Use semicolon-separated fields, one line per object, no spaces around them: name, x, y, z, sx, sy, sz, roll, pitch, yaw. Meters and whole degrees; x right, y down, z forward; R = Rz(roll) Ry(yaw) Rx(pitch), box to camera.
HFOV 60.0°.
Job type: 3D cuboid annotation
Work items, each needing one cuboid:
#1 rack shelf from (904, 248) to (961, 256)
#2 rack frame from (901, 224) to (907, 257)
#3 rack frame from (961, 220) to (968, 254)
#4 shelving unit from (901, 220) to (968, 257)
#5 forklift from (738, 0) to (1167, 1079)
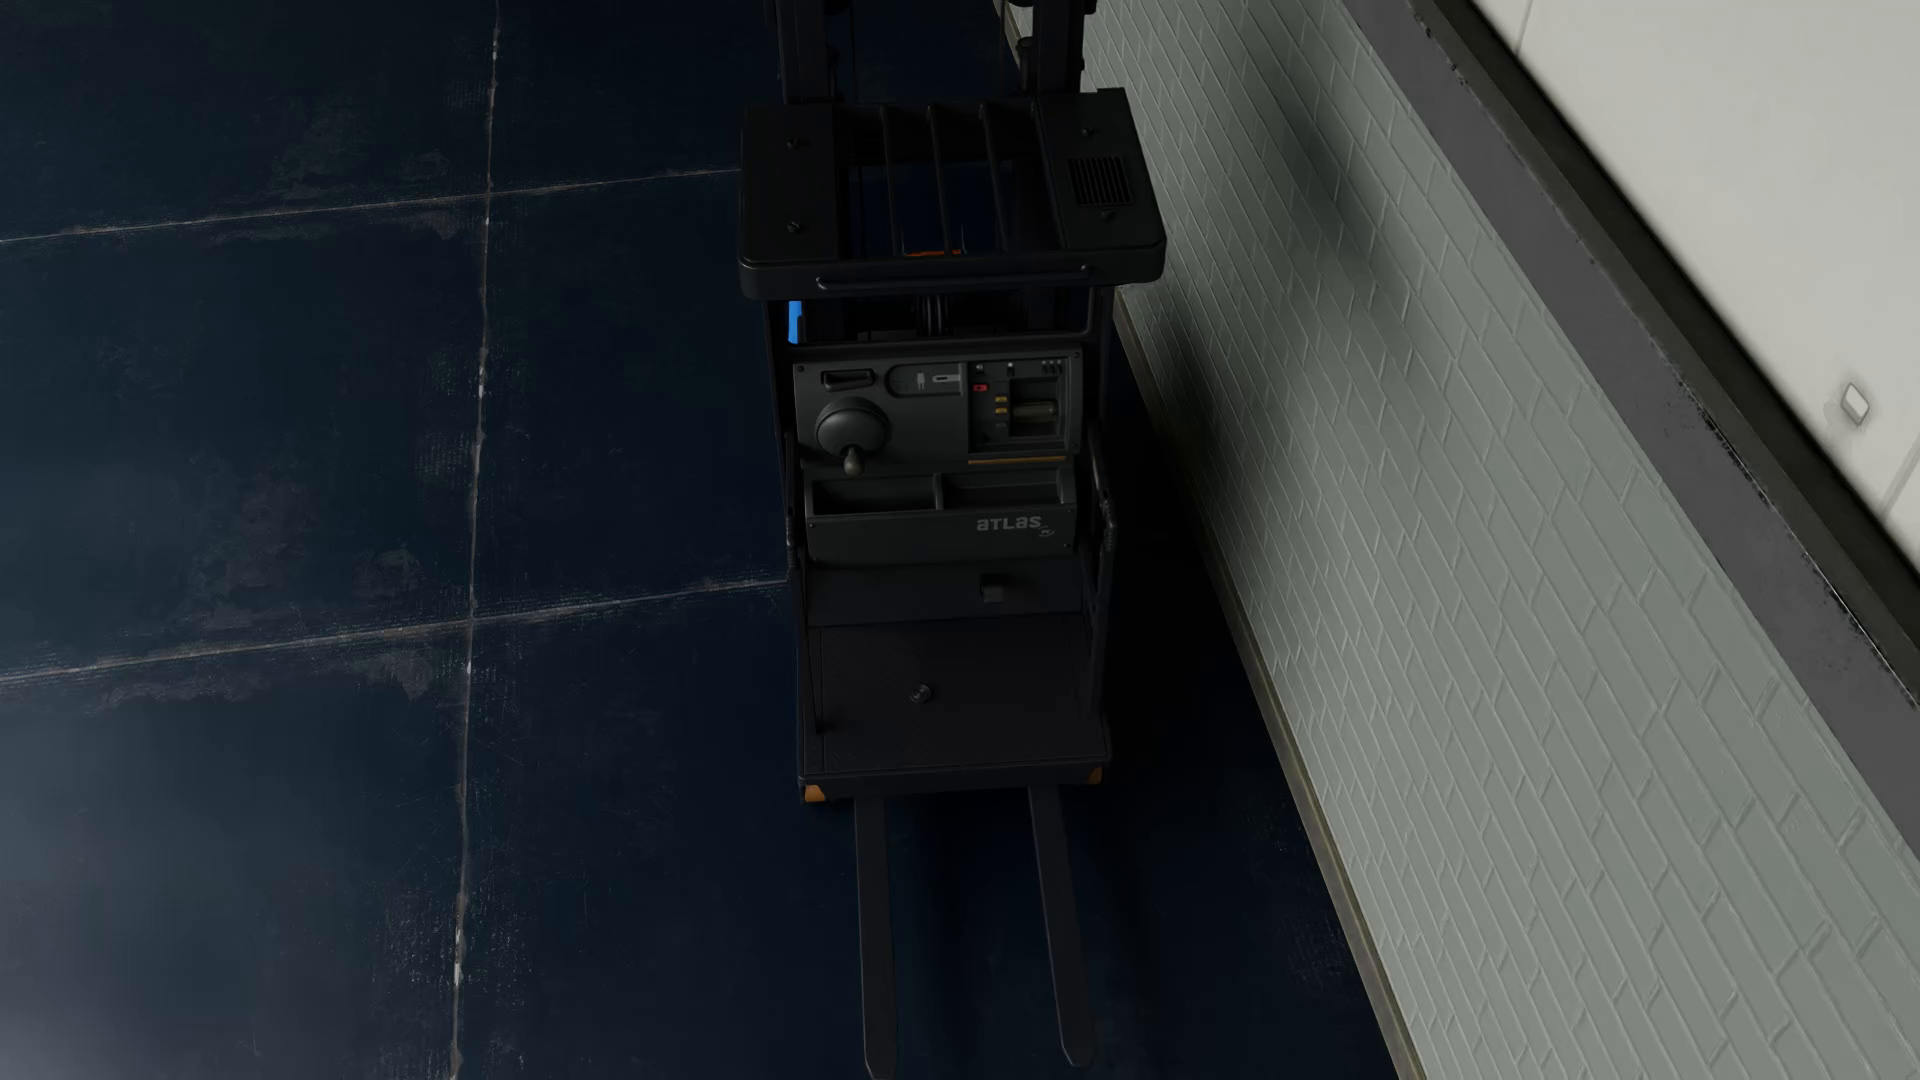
rack shelf;-0.103;-1.040;6.837;0.240;0.259;0.215;-4;46;-4
rack frame;-0.225;-0.842;7.025;0.008;1.050;0.200;-4;46;-4
rack frame;0.018;-0.858;7.041;0.008;1.050;0.200;-4;46;-4
shelving unit;-0.103;-0.850;7.033;0.252;1.050;0.215;-4;46;-4
forklift;-0.047;-0.325;5.221;1.130;2.935;3.031;-3;46;-3
